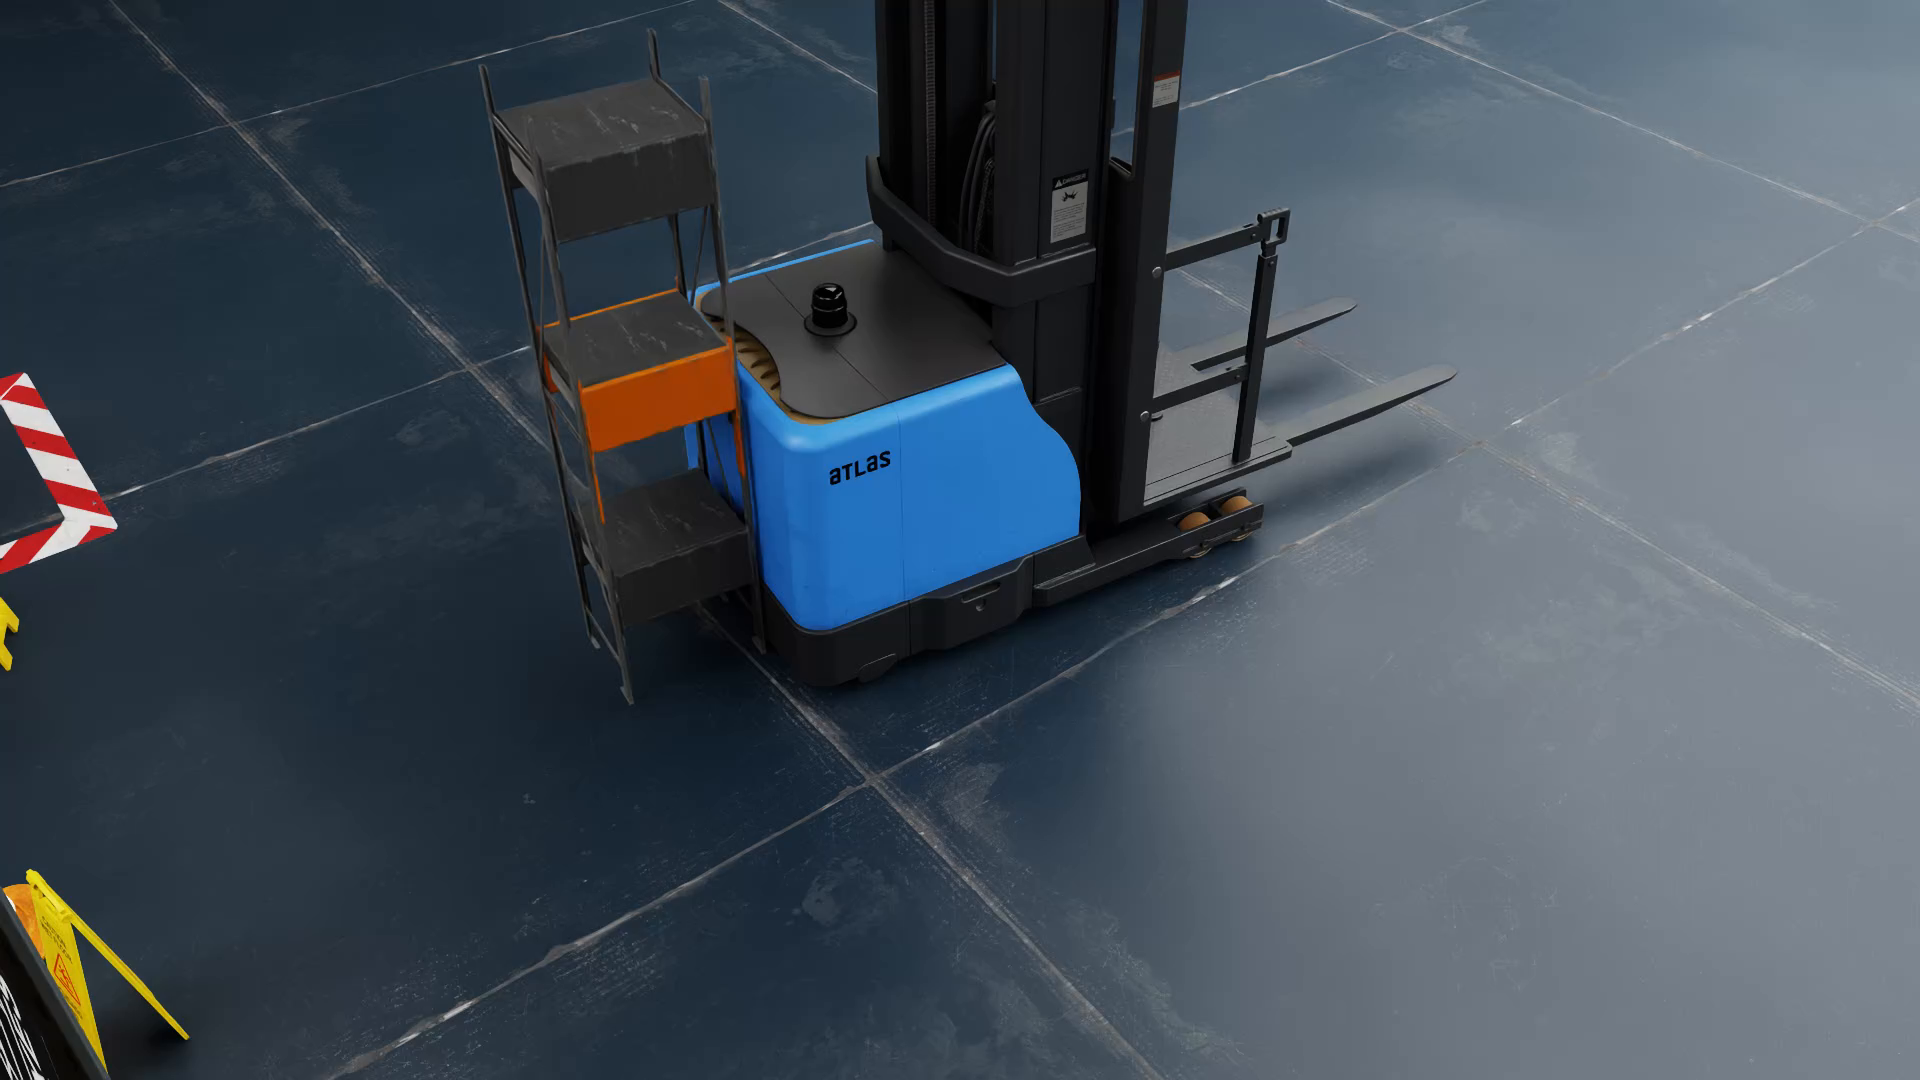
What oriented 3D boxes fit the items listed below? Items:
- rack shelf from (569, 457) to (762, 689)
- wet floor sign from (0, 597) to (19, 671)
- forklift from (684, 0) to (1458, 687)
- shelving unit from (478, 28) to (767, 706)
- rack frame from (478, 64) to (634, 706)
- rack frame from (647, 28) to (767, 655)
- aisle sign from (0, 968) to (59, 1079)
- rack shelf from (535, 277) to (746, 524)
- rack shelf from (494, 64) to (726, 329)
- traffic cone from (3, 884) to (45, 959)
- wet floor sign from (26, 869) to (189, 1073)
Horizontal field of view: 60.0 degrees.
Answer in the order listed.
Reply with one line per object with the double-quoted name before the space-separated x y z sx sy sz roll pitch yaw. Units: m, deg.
"rack shelf" -0.989 0.105 5.591 0.480 0.518 0.431 -20 44 -23
"wet floor sign" -3.408 0.140 5.571 0.232 0.644 0.267 -11 41 -13
"forklift" 0.543 -1.336 5.568 3.031 2.935 1.130 -21 44 -23
"shelving unit" -0.989 -0.447 5.139 0.503 2.100 0.431 -20 44 -23
"rack frame" -1.199 -0.369 5.043 0.015 2.100 0.400 -20 44 -23
"rack frame" -0.779 -0.525 5.235 0.015 2.100 0.400 -20 44 -23
"aisle sign" -0.875 0.334 1.429 0.004 0.787 0.394 -26 46 -28
"rack shelf" -0.989 -0.436 5.147 0.480 0.518 0.431 -20 44 -23
"rack shelf" -0.988 -0.978 4.704 0.480 0.518 0.431 -20 44 -23
"traffic cone" -2.820 0.988 4.681 0.334 0.463 0.336 -26 46 -28
"wet floor sign" -2.298 1.119 4.378 0.267 0.644 0.232 30 48 31
